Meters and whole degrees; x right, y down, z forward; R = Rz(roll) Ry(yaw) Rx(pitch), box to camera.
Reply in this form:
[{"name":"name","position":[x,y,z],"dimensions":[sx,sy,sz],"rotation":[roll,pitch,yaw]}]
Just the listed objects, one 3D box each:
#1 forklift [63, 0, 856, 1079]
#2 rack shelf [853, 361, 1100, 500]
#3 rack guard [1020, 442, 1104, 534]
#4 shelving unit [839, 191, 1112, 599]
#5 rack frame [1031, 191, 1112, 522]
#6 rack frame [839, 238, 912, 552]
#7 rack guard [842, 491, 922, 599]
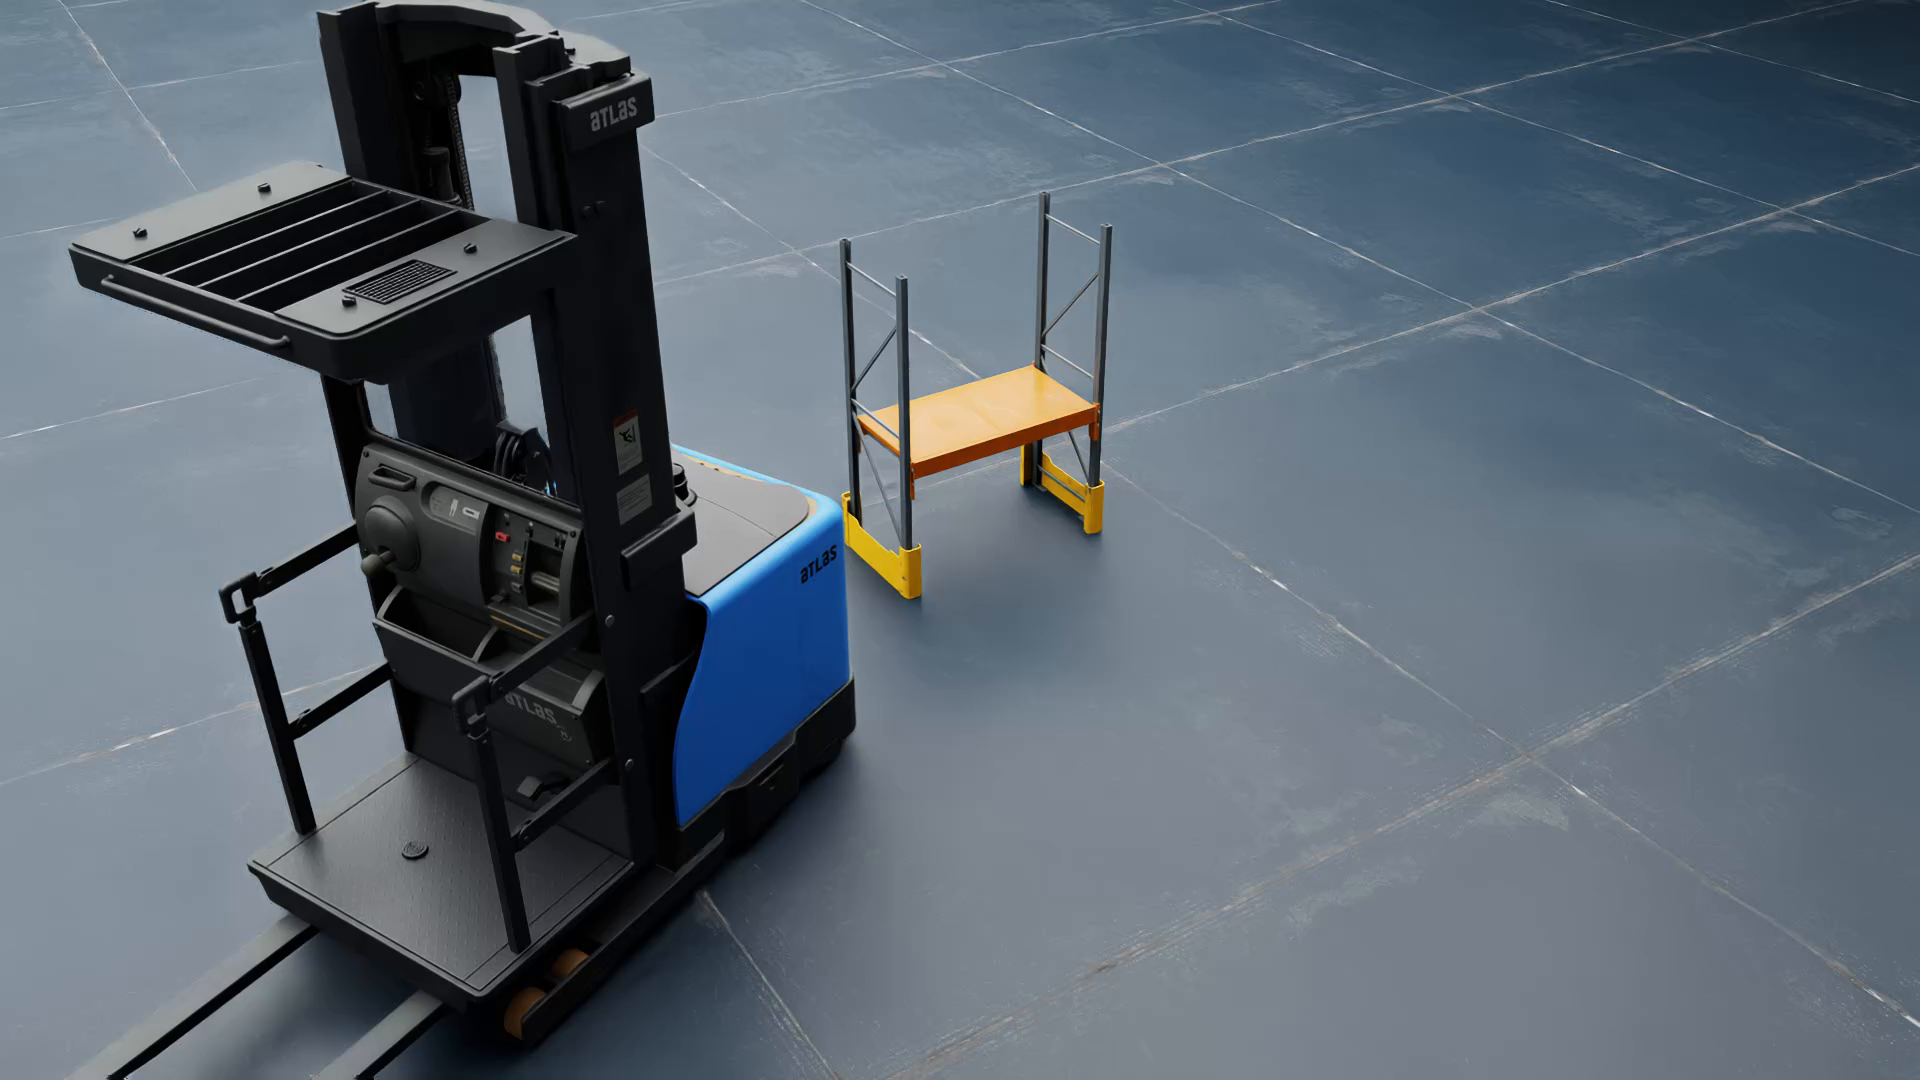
[{"name":"forklift","position":[-1.621,0.052,4.920],"dimensions":[1.130,2.935,3.031],"rotation":[19,37,27]},{"name":"rack shelf","position":[0.072,-0.507,7.485],"dimensions":[1.000,0.185,0.538],"rotation":[-19,37,-27]},{"name":"rack guard","position":[0.483,-0.272,7.946],"dimensions":[0.087,0.250,0.587],"rotation":[-19,37,-27]},{"name":"shelving unit","position":[0.064,-0.656,7.385],"dimensions":[1.083,1.500,0.587],"rotation":[-19,37,-27]},{"name":"rack frame","position":[0.499,-0.806,7.622],"dimensions":[0.032,1.500,0.500],"rotation":[-19,37,-27]},{"name":"rack frame","position":[-0.356,-0.512,7.156],"dimensions":[0.032,1.500,0.500],"rotation":[-19,37,-27]},{"name":"rack guard","position":[-0.355,0.016,7.490],"dimensions":[0.087,0.250,0.587],"rotation":[-19,37,-27]}]
